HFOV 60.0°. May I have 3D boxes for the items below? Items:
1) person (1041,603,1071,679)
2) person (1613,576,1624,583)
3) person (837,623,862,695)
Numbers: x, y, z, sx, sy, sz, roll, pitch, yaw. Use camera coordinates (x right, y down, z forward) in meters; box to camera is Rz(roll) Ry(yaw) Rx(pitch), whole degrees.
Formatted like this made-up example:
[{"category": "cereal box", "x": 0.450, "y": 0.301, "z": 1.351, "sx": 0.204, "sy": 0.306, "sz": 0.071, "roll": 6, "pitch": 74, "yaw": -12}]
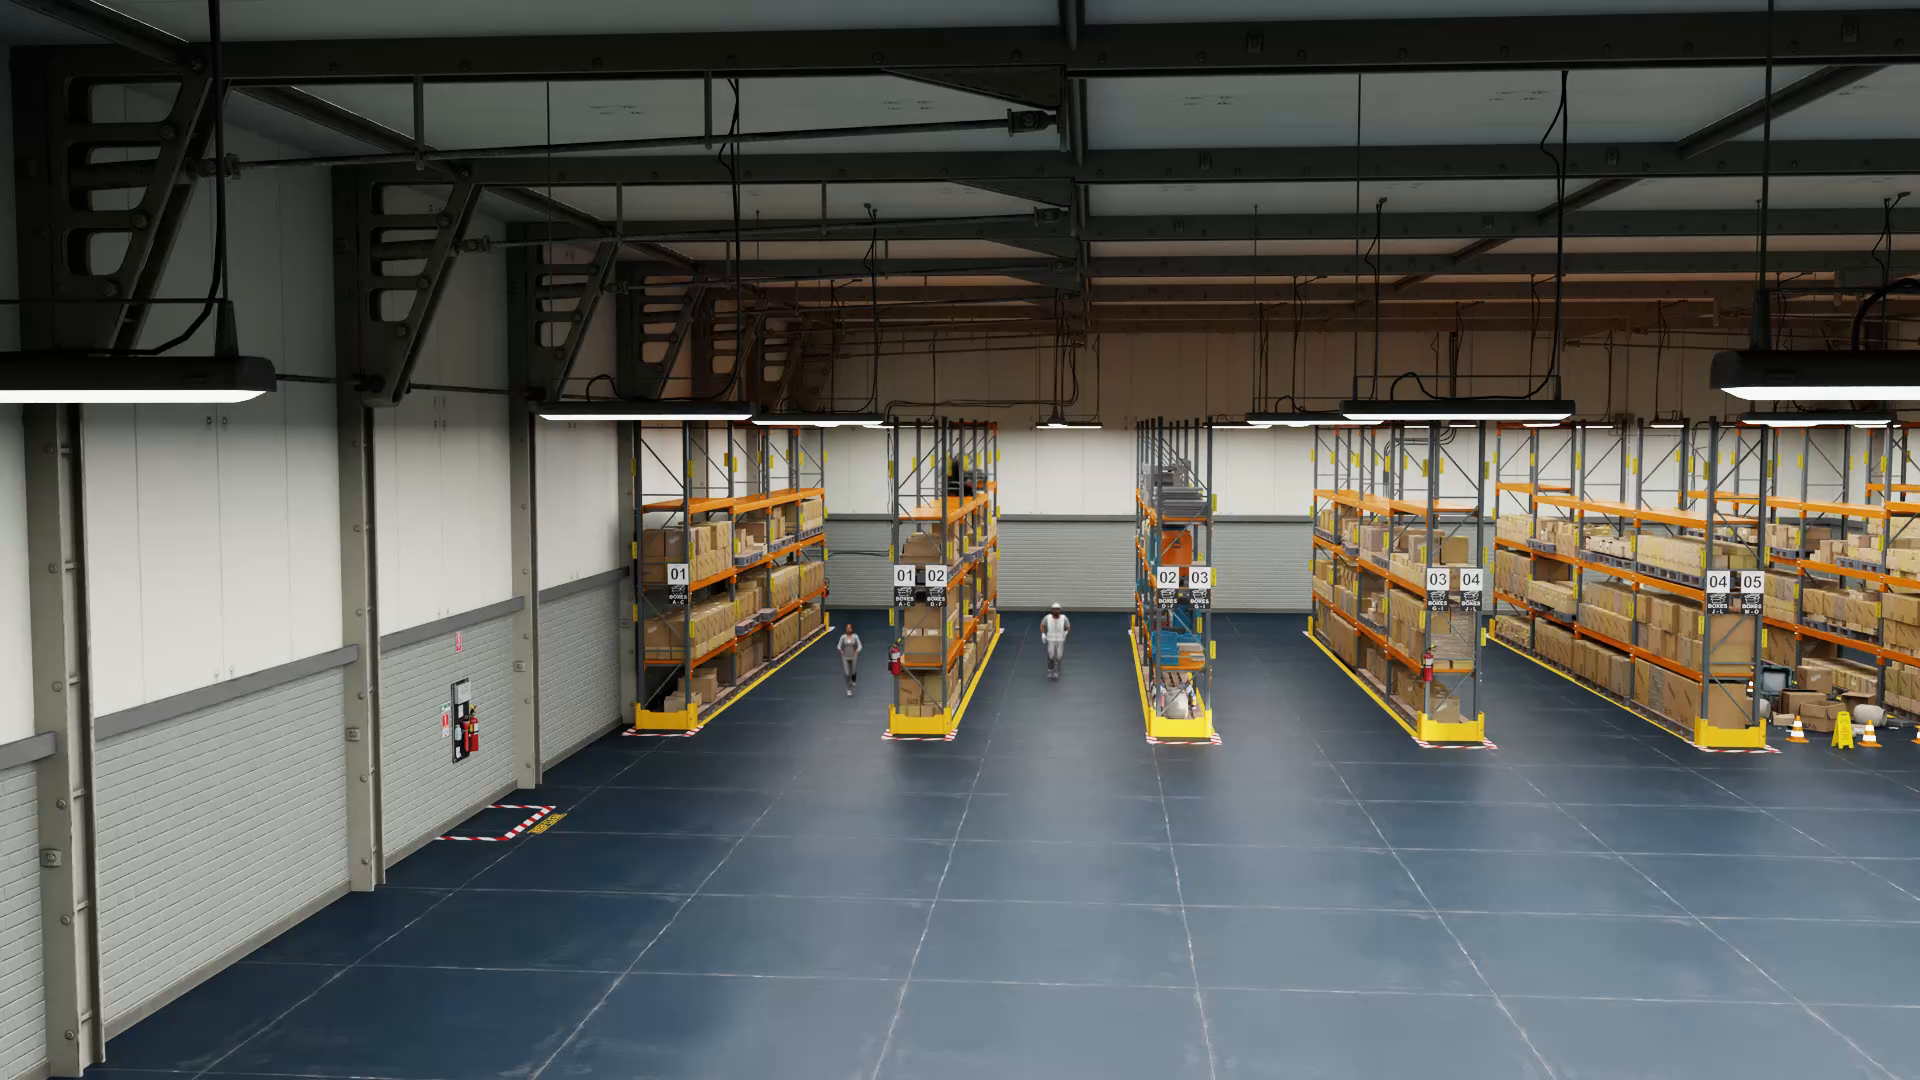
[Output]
[{"category": "person", "x": 2.219, "y": 2.339, "z": 38.330, "sx": 0.679, "sy": 1.765, "sz": 0.660, "roll": 0, "pitch": 4, "yaw": -3}, {"category": "person", "x": 18.823, "y": 1.762, "z": 47.289, "sx": 0.816, "sy": 1.770, "sz": 0.708, "roll": 1, "pitch": 4, "yaw": 10}, {"category": "person", "x": -2.404, "y": 2.589, "z": 36.110, "sx": 0.532, "sy": 1.550, "sz": 0.559, "roll": 0, "pitch": 4, "yaw": -3}]
